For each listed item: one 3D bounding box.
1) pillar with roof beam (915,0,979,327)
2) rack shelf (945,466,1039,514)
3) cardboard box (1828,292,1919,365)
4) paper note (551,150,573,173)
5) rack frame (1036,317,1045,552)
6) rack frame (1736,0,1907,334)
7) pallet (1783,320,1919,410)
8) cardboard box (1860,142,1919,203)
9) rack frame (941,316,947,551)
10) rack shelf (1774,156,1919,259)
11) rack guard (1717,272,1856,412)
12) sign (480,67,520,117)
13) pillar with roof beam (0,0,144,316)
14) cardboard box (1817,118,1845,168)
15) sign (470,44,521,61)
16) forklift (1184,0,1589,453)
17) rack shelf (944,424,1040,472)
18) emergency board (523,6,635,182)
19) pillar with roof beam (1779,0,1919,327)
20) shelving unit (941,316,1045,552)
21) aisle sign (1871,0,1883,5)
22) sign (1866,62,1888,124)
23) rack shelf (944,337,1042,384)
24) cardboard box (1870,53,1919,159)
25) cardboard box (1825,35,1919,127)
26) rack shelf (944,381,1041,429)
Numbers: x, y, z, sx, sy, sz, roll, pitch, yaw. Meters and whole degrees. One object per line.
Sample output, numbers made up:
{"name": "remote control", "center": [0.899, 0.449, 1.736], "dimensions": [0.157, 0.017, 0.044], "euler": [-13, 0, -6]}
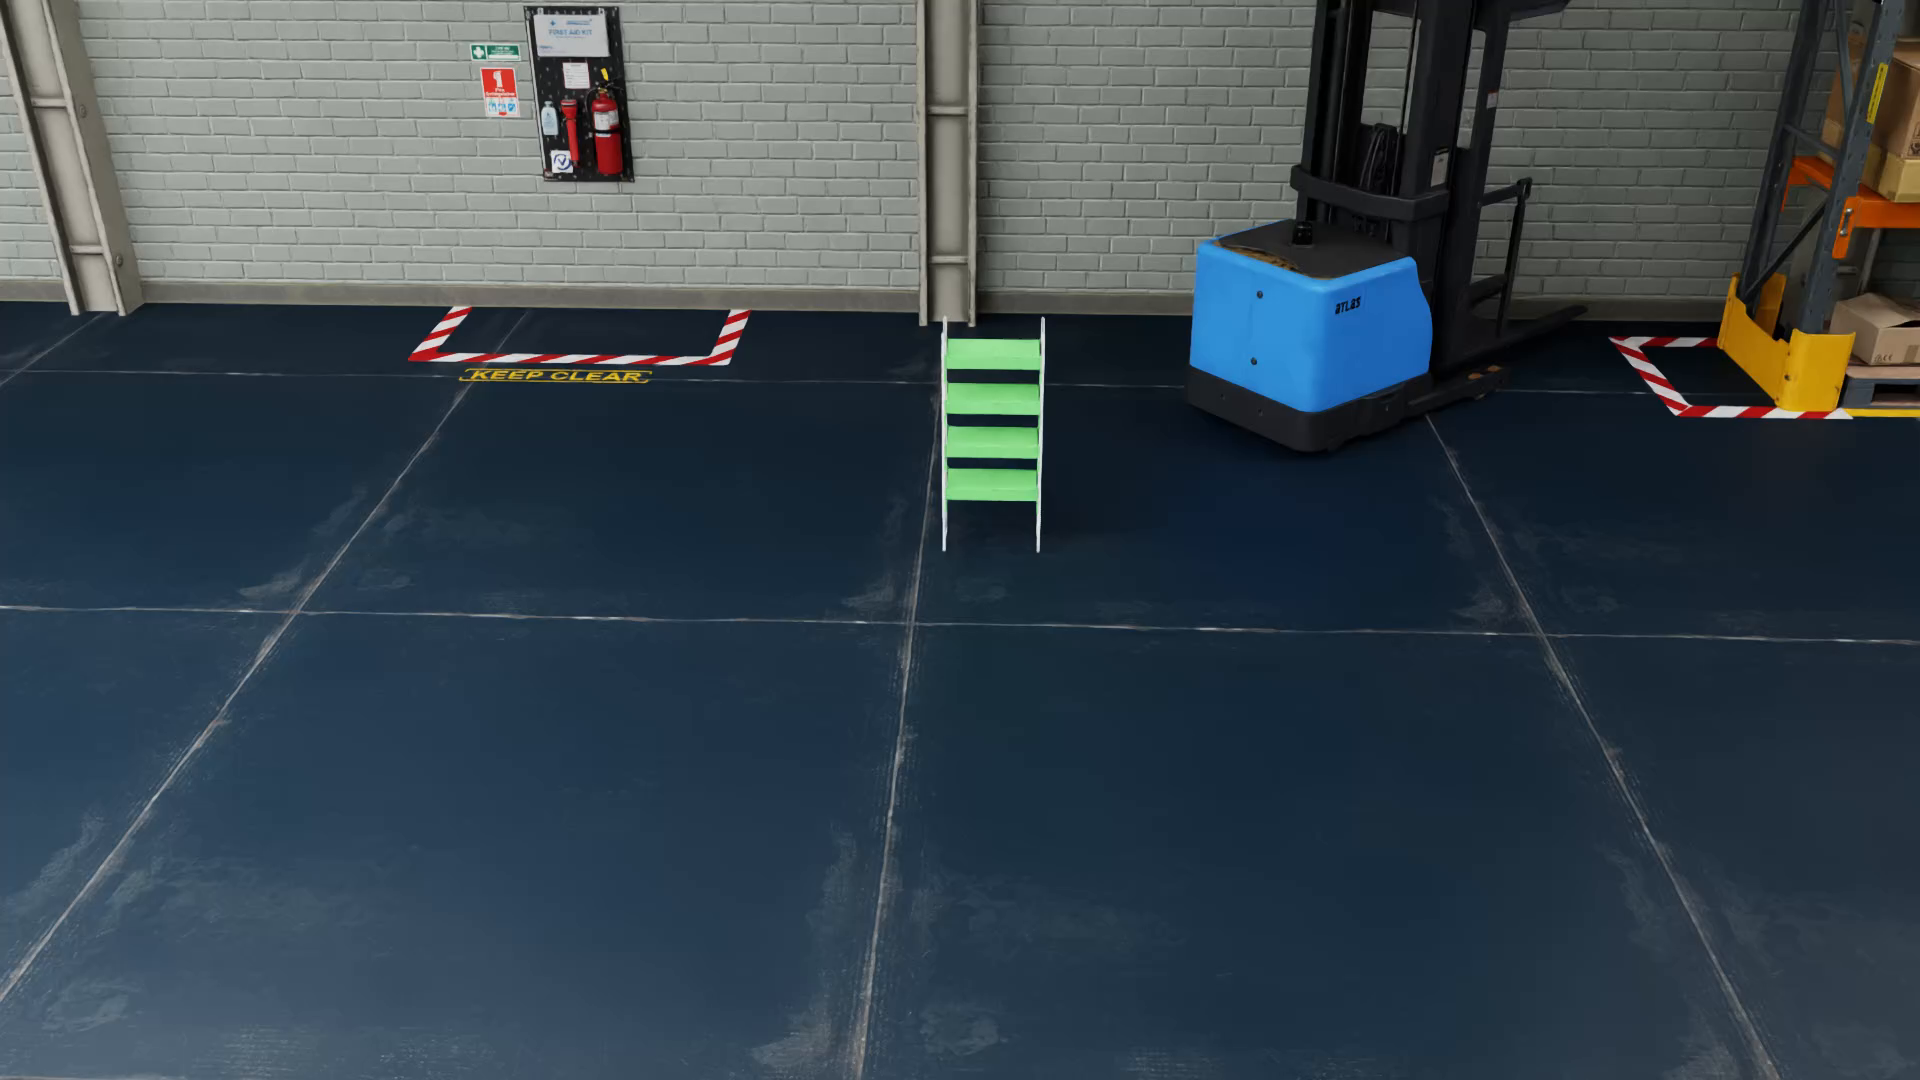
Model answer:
{"name": "pillar with roof beam", "center": [-0.231, -3.519, 5.780], "dimensions": [0.400, 9.000, 9.100], "euler": [1, 28, 2]}
{"name": "rack shelf", "center": [0.165, -0.259, 8.606], "dimensions": [0.480, 0.148, 0.258], "euler": [1, 28, 2]}
{"name": "cardboard box", "center": [5.875, -1.344, 10.483], "dimensions": [0.500, 0.311, 0.500], "euler": [-2, 28, -4]}
{"name": "paper note", "center": [-2.722, -2.588, 11.370], "dimensions": [0.142, 0.148, 0.016], "euler": [1, 28, 2]}
{"name": "rack frame", "center": [0.409, -0.523, 8.456], "dimensions": [0.015, 1.200, 0.240], "euler": [1, 28, 2]}
{"name": "rack frame", "center": [5.187, -2.391, 10.058], "dimensions": [0.127, 3.000, 1.000], "euler": [1, 28, 2]}
{"name": "pallet", "center": [6.073, -1.128, 10.652], "dimensions": [1.213, 0.211, 1.003], "euler": [1, 28, 2]}
{"name": "cardboard box", "center": [5.663, -2.177, 9.792], "dimensions": [0.500, 0.250, 0.500], "euler": [0, 28, 0]}
{"name": "rack frame", "center": [-0.078, -0.531, 8.471], "dimensions": [0.015, 1.200, 0.240], "euler": [1, 28, 2]}
{"name": "rack shelf", "center": [7.185, -2.040, 10.164], "dimensions": [4.000, 0.370, 1.077], "euler": [1, 28, 2]}
{"name": "rack guard", "center": [5.263, -1.285, 10.641], "dimensions": [0.348, 0.500, 1.175], "euler": [1, 28, 2]}
{"name": "sign", "center": [-3.097, -3.015, 11.197], "dimensions": [0.234, 0.329, 0.001], "euler": [1, 28, 2]}
{"name": "pillar with roof beam", "center": [-6.228, -3.618, 5.967], "dimensions": [0.400, 9.000, 9.100], "euler": [1, 28, 2]}
{"name": "cardboard box", "center": [5.661, -2.416, 10.245], "dimensions": [0.500, 0.250, 0.500], "euler": [1, 28, 3]}
{"name": "sign", "center": [-3.093, -3.245, 11.065], "dimensions": [0.331, 0.109, 0.001], "euler": [1, 28, 2]}
{"name": "forklift", "center": [2.851, -2.348, 10.049], "dimensions": [3.031, 2.935, 1.130], "euler": [-20, 34, -33]}
{"name": "rack shelf", "center": [0.165, -0.471, 8.494], "dimensions": [0.480, 0.148, 0.258], "euler": [1, 28, 2]}
{"name": "emergency board", "center": [-2.548, -2.942, 11.097], "dimensions": [0.643, 1.169, 0.194], "euler": [1, 28, 2]}
{"name": "pillar with roof beam", "center": [5.765, -3.420, 5.593], "dimensions": [0.400, 9.000, 9.100], "euler": [1, 28, 2]}
{"name": "shelving unit", "center": [0.165, -0.527, 8.464], "dimensions": [0.503, 1.200, 0.258], "euler": [1, 28, 2]}
{"name": "aisle sign", "center": [5.104, -3.400, 9.186], "dimensions": [0.004, 0.787, 0.394], "euler": [1, 28, 2]}
{"name": "sign", "center": [5.168, -2.519, 9.376], "dimensions": [0.005, 0.325, 0.100], "euler": [1, 28, 2]}
{"name": "rack shelf", "center": [0.165, -0.895, 8.269], "dimensions": [0.480, 0.148, 0.258], "euler": [1, 28, 2]}
{"name": "cardboard box", "center": [5.653, -2.516, 9.632], "dimensions": [0.500, 0.500, 0.500], "euler": [1, 28, 2]}
{"name": "cardboard box", "center": [5.665, -2.756, 10.085], "dimensions": [0.500, 0.500, 0.500], "euler": [1, 28, 1]}
{"name": "rack shelf", "center": [0.165, -0.683, 8.381], "dimensions": [0.480, 0.148, 0.258], "euler": [1, 28, 2]}
